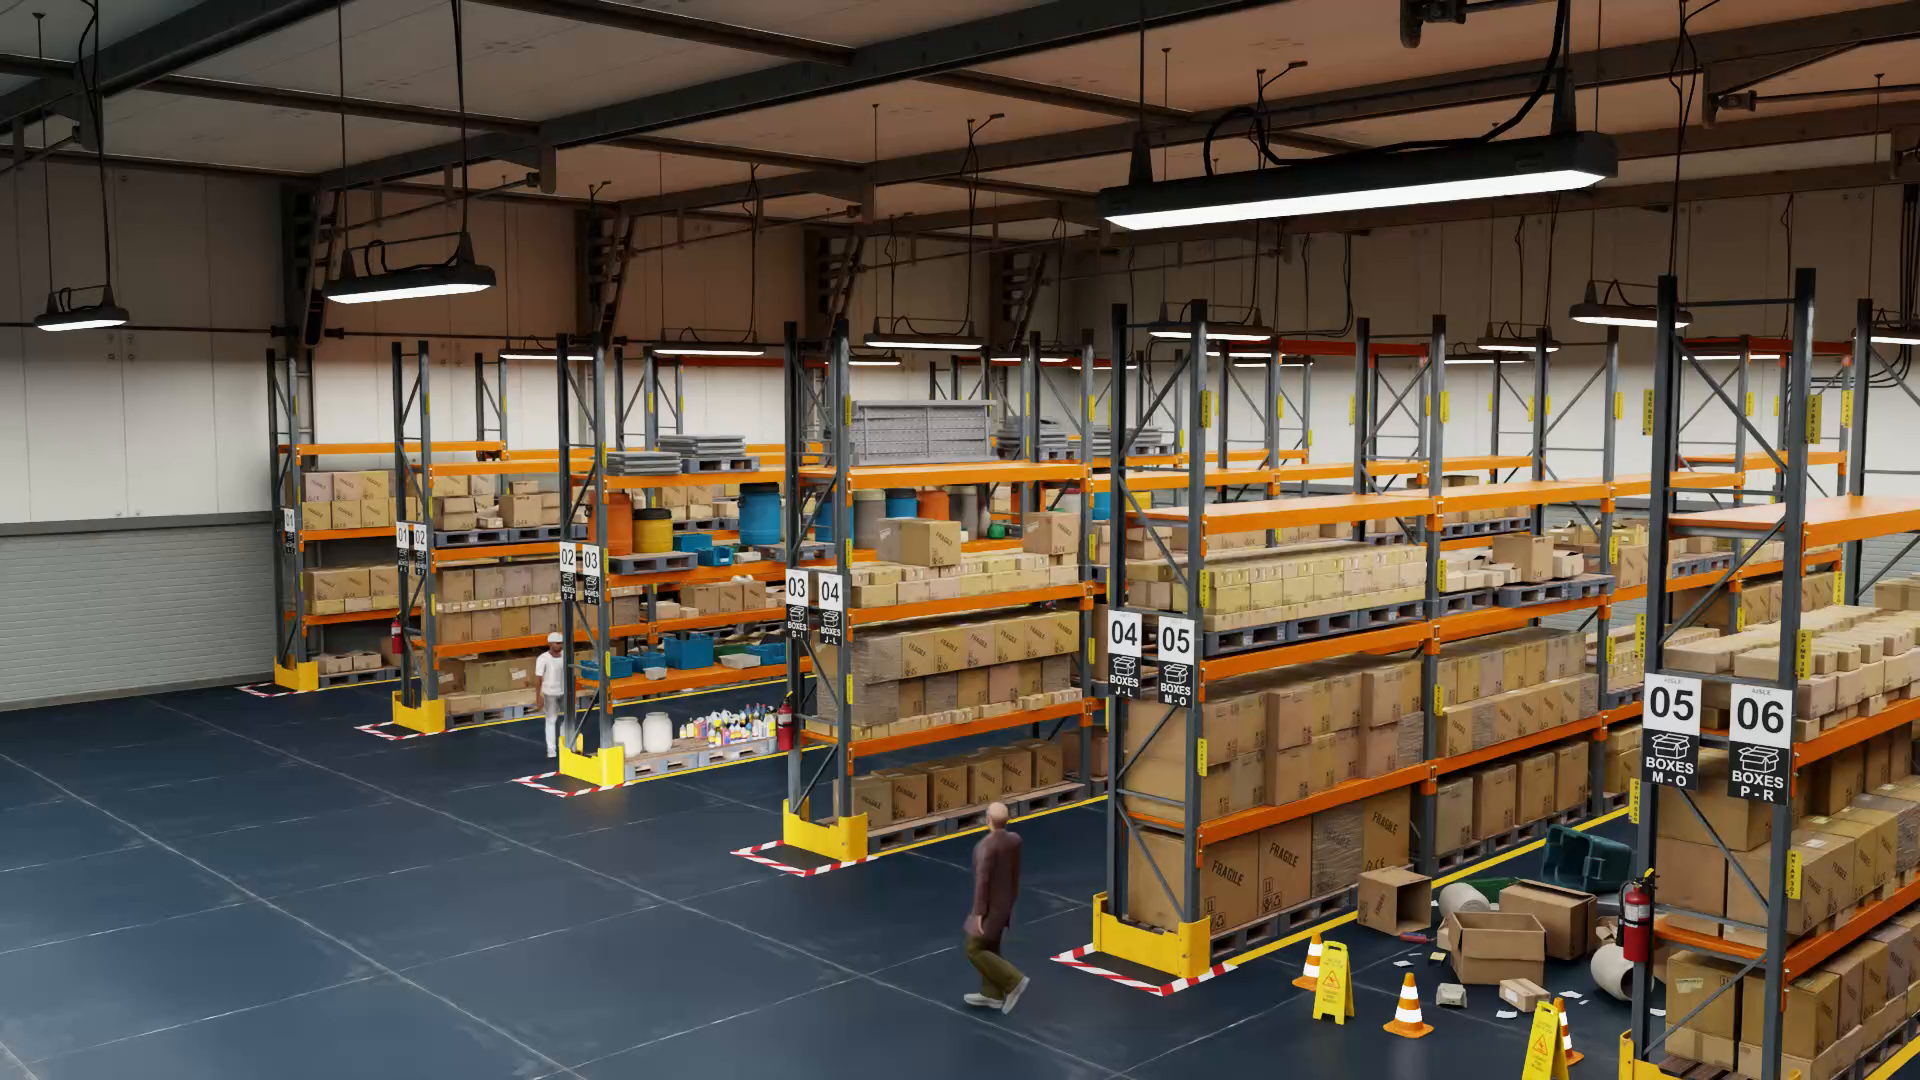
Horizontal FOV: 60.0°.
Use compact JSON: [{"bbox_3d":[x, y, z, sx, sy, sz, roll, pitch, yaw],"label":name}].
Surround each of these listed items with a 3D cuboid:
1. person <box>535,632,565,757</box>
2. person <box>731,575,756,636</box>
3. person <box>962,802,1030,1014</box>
[{"bbox_3d":[-5.813,2.250,23.938,0.634,1.841,0.381,-5,7,-44],"label":"person"},{"bbox_3d":[-4.423,1.326,34.053,0.419,1.798,0.586,4,6,35],"label":"person"},{"bbox_3d":[0.301,3.064,13.866,0.579,1.771,0.558,1,5,7],"label":"person"}]
